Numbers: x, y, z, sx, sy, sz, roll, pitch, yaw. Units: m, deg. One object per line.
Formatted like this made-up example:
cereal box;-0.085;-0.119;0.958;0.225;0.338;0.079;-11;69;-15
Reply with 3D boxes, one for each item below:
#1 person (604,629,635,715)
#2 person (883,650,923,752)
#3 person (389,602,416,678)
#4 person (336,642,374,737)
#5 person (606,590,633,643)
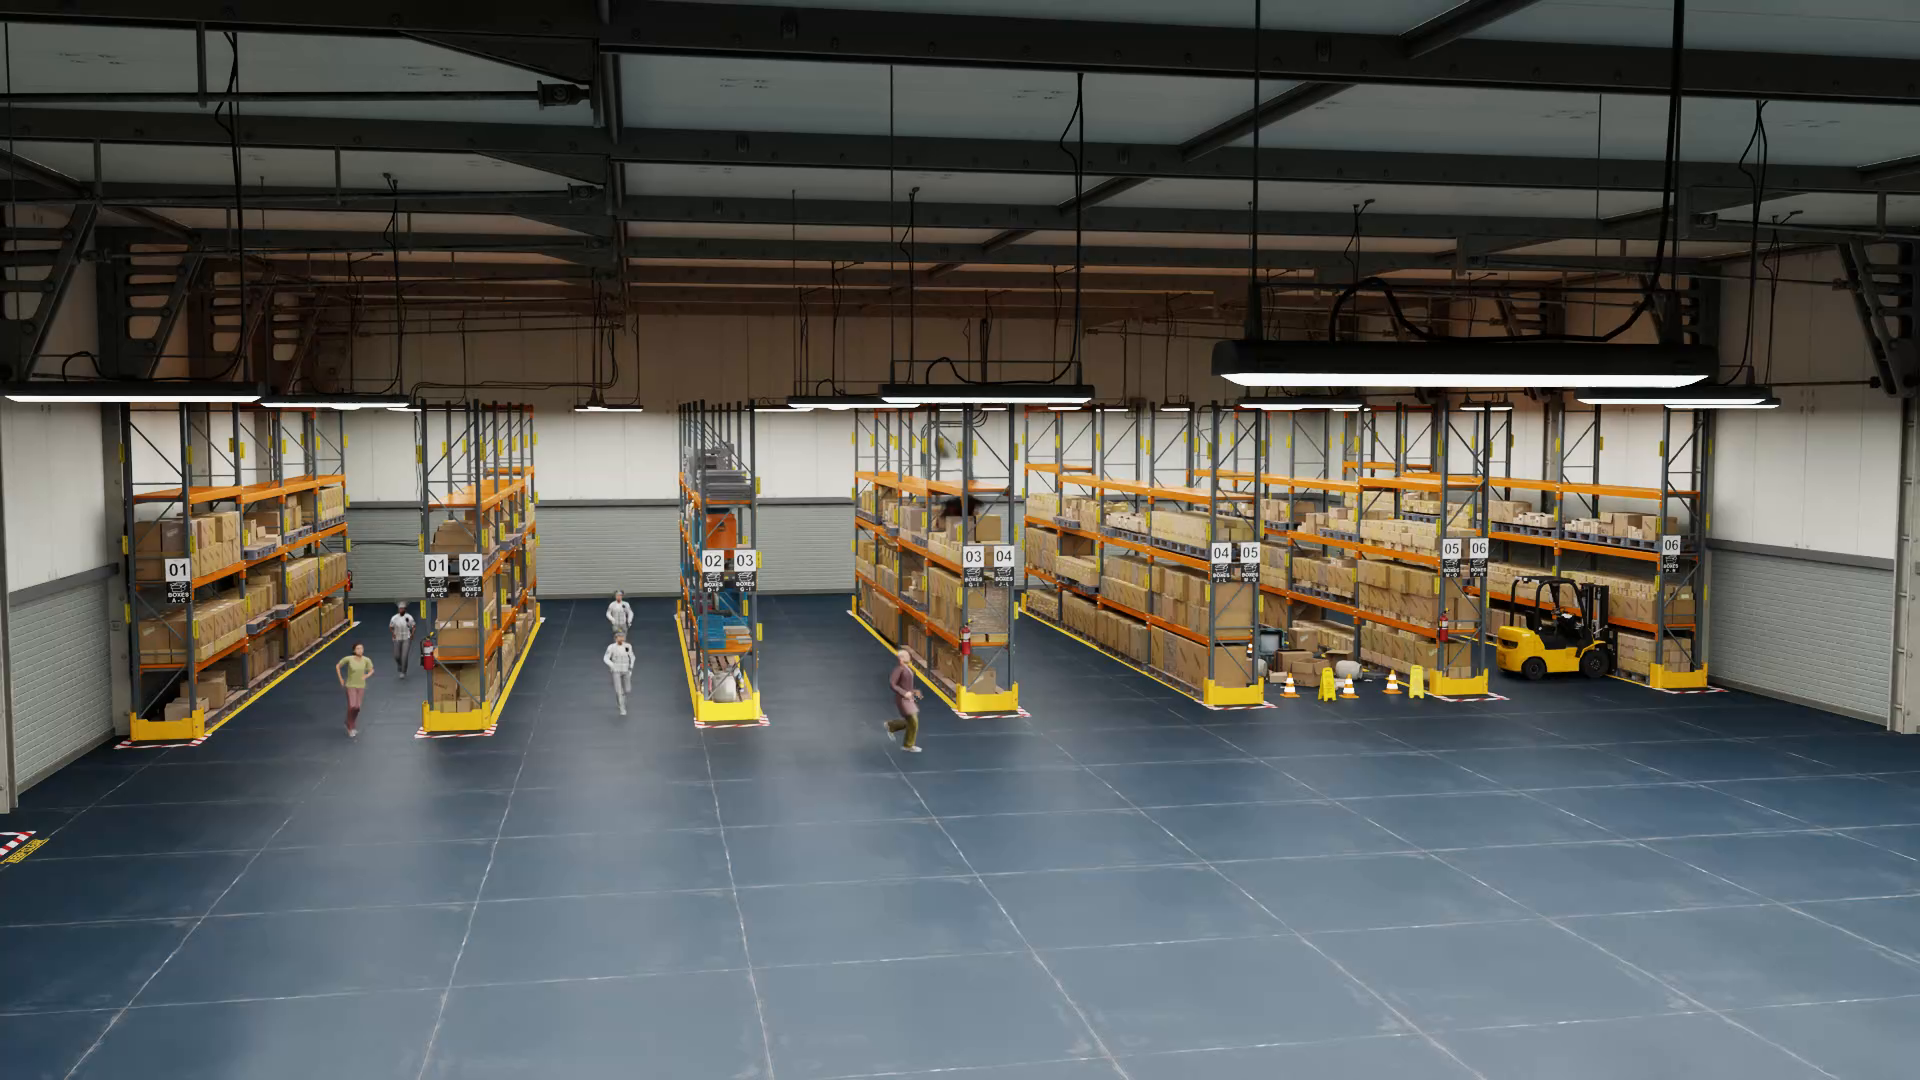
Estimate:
person;-6.495;2.513;31.795;0.605;1.644;0.532;-2;5;-22
person;-0.989;2.733;28.277;0.720;1.743;0.712;1;4;16
person;-12.136;2.162;36.237;0.562;1.655;0.589;-1;4;-15
person;-10.810;2.684;29.763;0.614;1.735;0.638;-3;5;-37
person;-7.951;1.979;38.831;0.612;1.659;0.539;-1;4;-8
